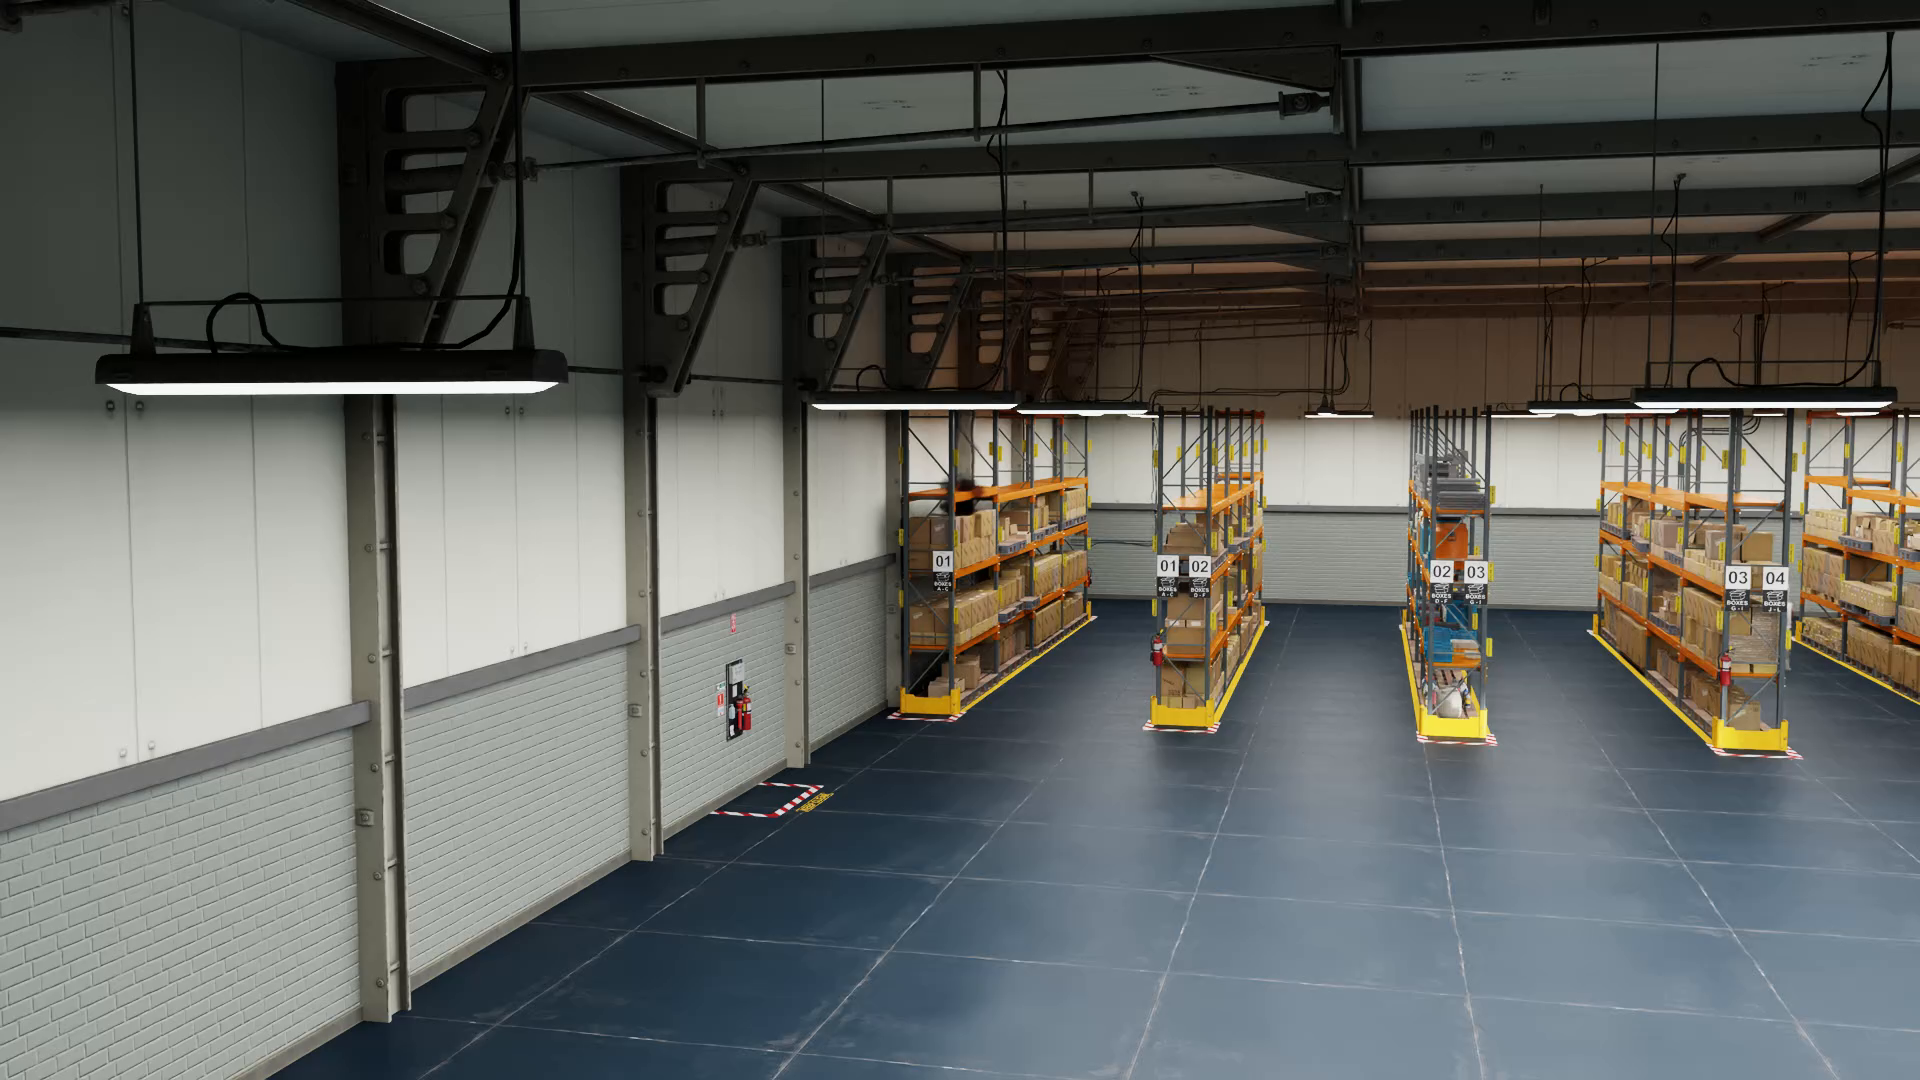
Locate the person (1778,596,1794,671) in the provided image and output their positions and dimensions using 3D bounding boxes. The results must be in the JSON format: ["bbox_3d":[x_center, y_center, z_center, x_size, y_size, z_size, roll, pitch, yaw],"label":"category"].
[{"bbox_3d":[18.983,2.072,38.479,0.640,1.796,0.890,1,4,14],"label":"person"}]

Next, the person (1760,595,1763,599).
[{"bbox_3d":[21.534,1.740,44.188,0.648,1.626,0.663,-3,5,-35],"label":"person"}]
